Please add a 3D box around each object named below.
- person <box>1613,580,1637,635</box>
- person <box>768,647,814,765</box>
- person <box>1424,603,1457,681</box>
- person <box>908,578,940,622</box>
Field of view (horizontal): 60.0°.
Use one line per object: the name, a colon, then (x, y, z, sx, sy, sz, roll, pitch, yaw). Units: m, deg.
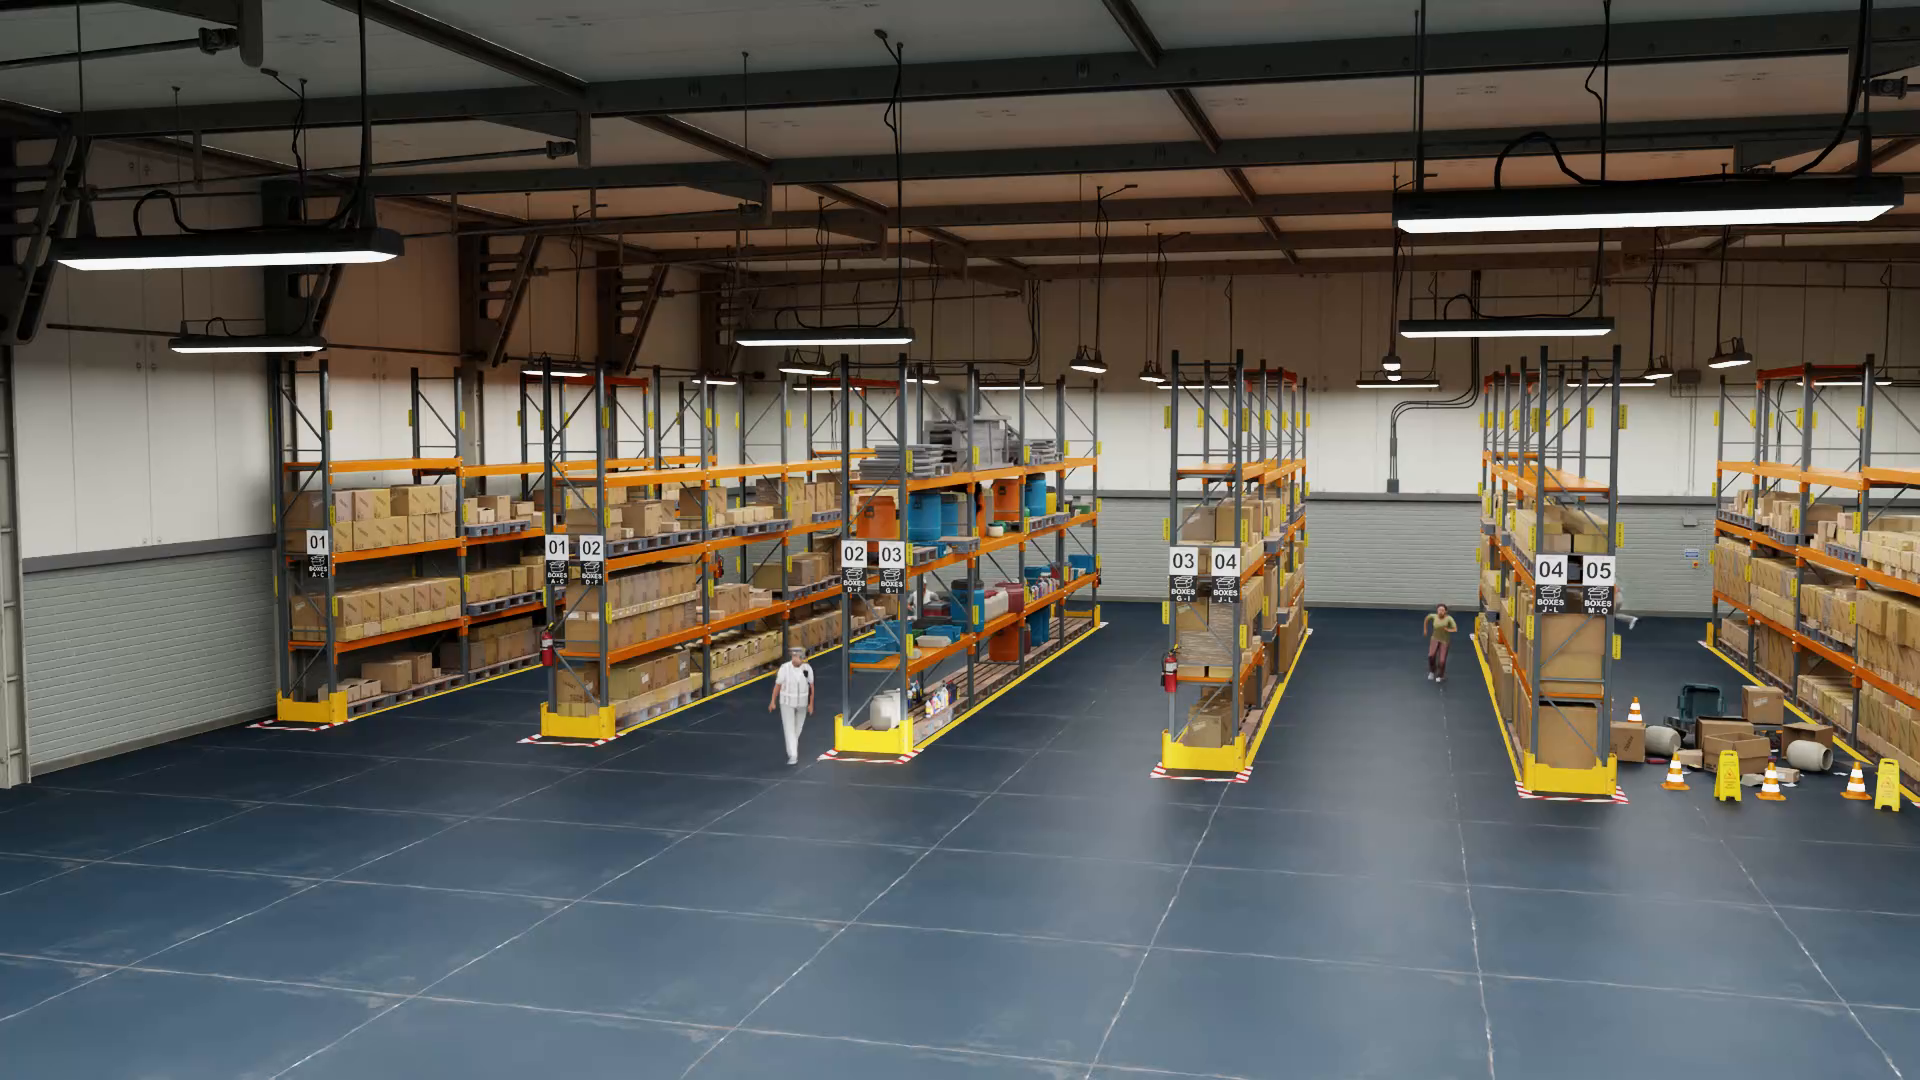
person: (15.253, 1.459, 38.494, 0.827, 1.615, 0.562, 0, 4, 7)
person: (-2.428, 2.392, 24.390, 0.629, 1.668, 1.081, -2, 5, -25)
person: (9.182, 1.964, 31.814, 0.646, 1.561, 0.751, 2, 4, 20)
person: (-0.763, 1.634, 33.649, 0.663, 1.760, 0.949, 1, 4, 13)
